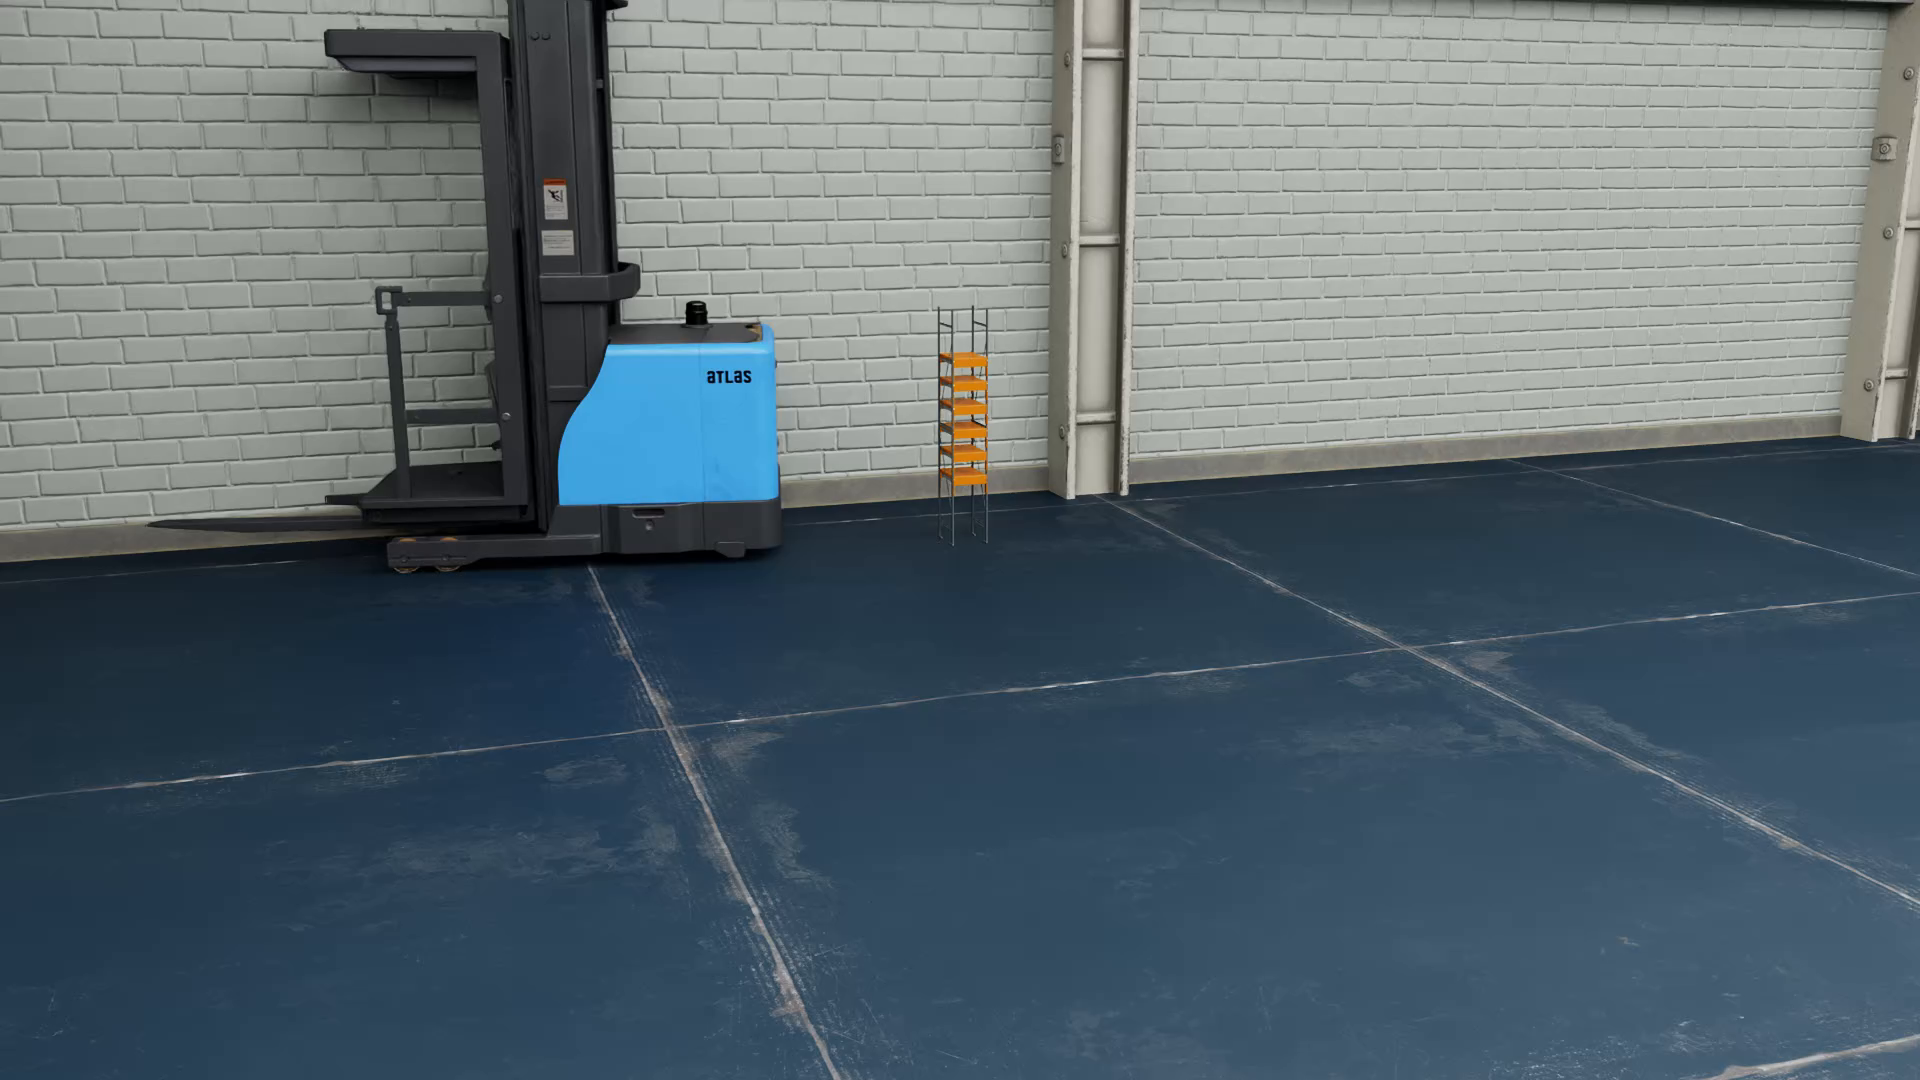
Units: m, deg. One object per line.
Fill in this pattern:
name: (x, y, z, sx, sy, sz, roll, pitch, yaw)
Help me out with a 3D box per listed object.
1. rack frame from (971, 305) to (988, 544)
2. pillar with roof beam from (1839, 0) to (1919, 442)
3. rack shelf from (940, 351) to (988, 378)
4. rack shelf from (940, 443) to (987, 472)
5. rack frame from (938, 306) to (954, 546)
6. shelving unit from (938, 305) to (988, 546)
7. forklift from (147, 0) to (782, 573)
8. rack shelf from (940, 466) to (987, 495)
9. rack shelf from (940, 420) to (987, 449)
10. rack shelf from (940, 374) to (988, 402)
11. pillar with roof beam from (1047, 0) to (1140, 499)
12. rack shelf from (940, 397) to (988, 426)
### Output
rack frame: (0.100, -0.592, 8.537, 0.006, 1.200, 0.240, -4, 14, -18)
pillar with roof beam: (7.815, -4.162, 6.692, 0.400, 9.000, 9.100, -4, 14, -18)
rack shelf: (0.014, -0.892, 8.435, 0.180, 0.103, 0.258, -4, 14, -18)
rack shelf: (0.014, -0.425, 8.546, 0.180, 0.103, 0.258, -4, 14, -18)
rack frame: (-0.073, -0.578, 8.480, 0.006, 1.200, 0.240, -4, 14, -18)
shelving unit: (0.014, -0.585, 8.508, 0.189, 1.200, 0.258, -4, 14, -18)
forklift: (-2.436, -1.396, 8.177, 3.031, 2.935, 1.130, -2, 13, -6)
rack shelf: (0.014, -0.308, 8.574, 0.180, 0.103, 0.258, -4, 14, -18)
rack shelf: (0.014, -0.542, 8.519, 0.180, 0.103, 0.258, -4, 14, -18)
rack shelf: (0.014, -0.775, 8.463, 0.180, 0.103, 0.258, -4, 14, -18)
pillar with roof beam: (2.128, -3.719, 4.830, 0.400, 9.000, 9.100, -4, 14, -18)
rack shelf: (0.014, -0.658, 8.491, 0.180, 0.103, 0.258, -4, 14, -18)
